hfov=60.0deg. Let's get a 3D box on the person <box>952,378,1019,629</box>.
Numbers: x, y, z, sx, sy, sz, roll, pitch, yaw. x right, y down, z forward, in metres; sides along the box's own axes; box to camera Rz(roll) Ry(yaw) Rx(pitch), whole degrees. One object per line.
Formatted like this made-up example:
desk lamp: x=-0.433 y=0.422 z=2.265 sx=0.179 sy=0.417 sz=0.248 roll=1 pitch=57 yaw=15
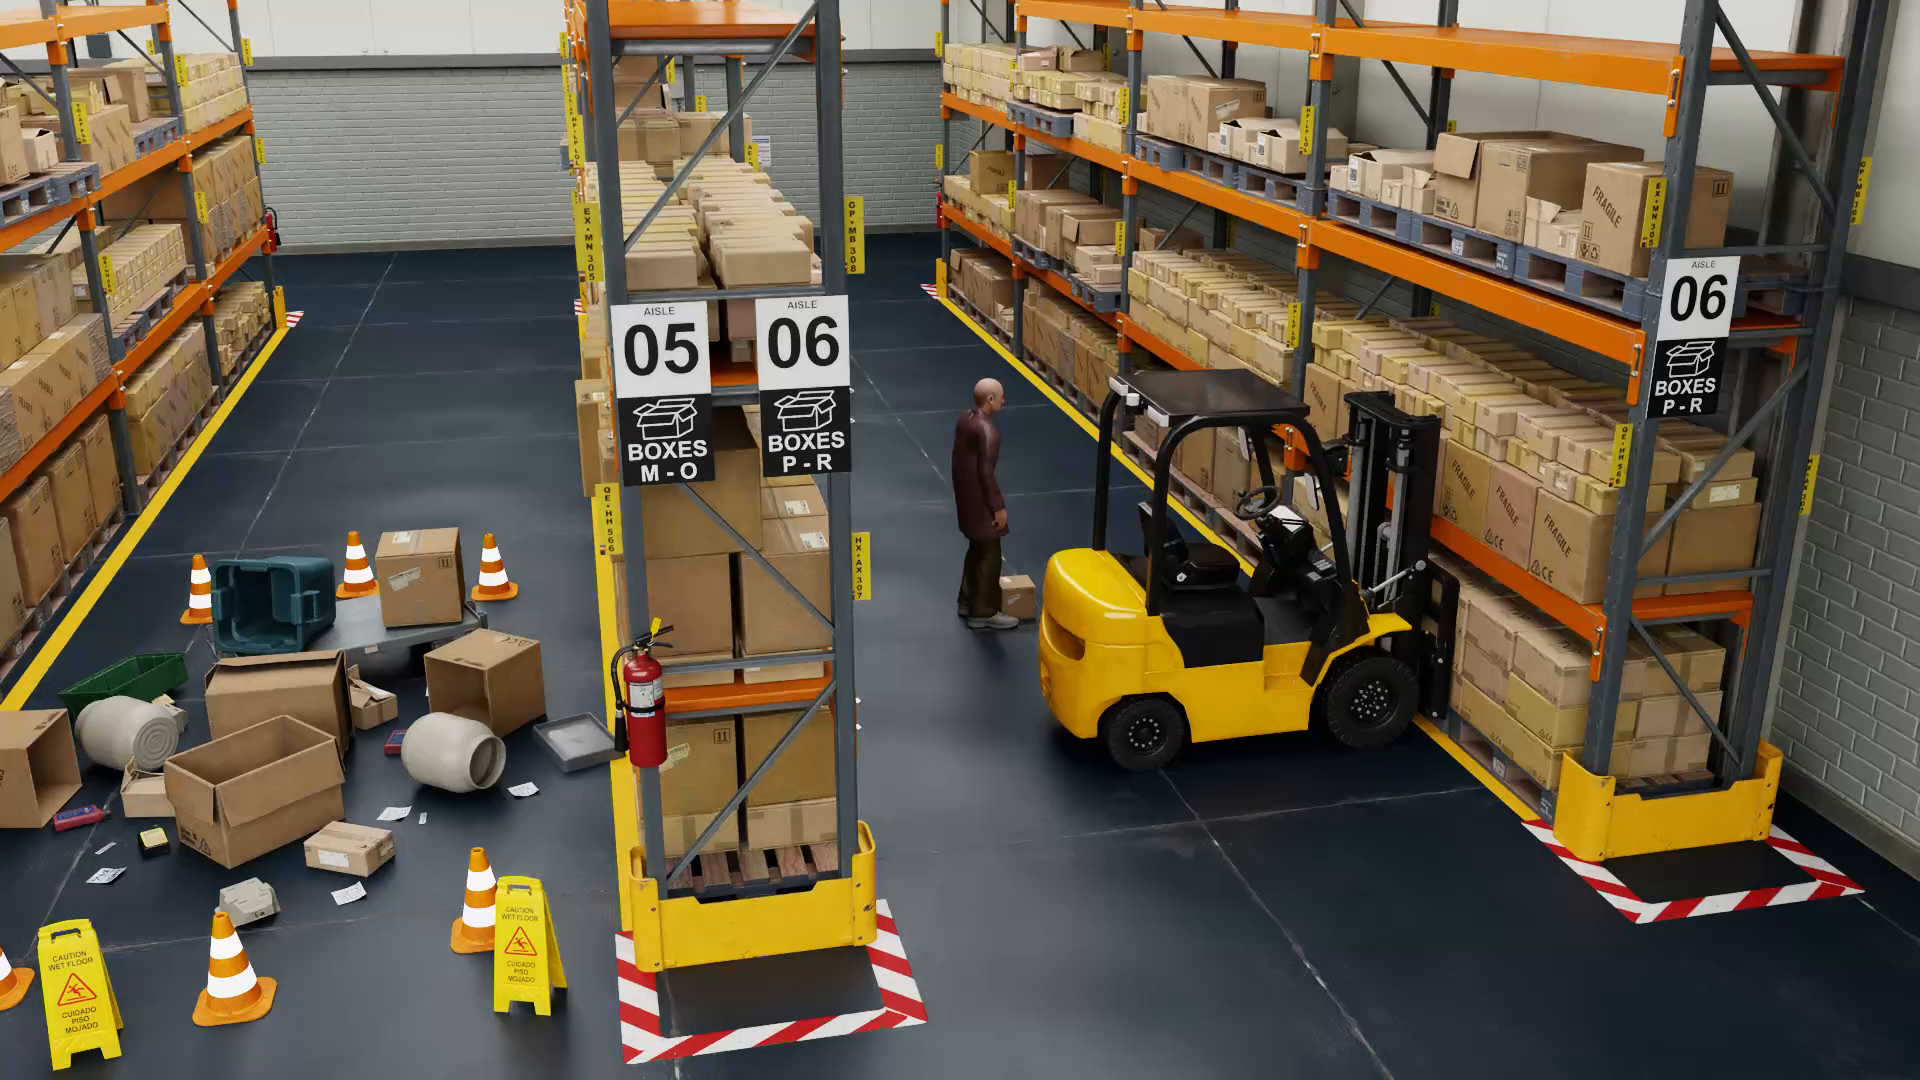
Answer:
person: x=0.160 y=-0.280 z=11.888 sx=0.418 sy=1.774 sz=0.656 roll=-5 pitch=20 yaw=-15
